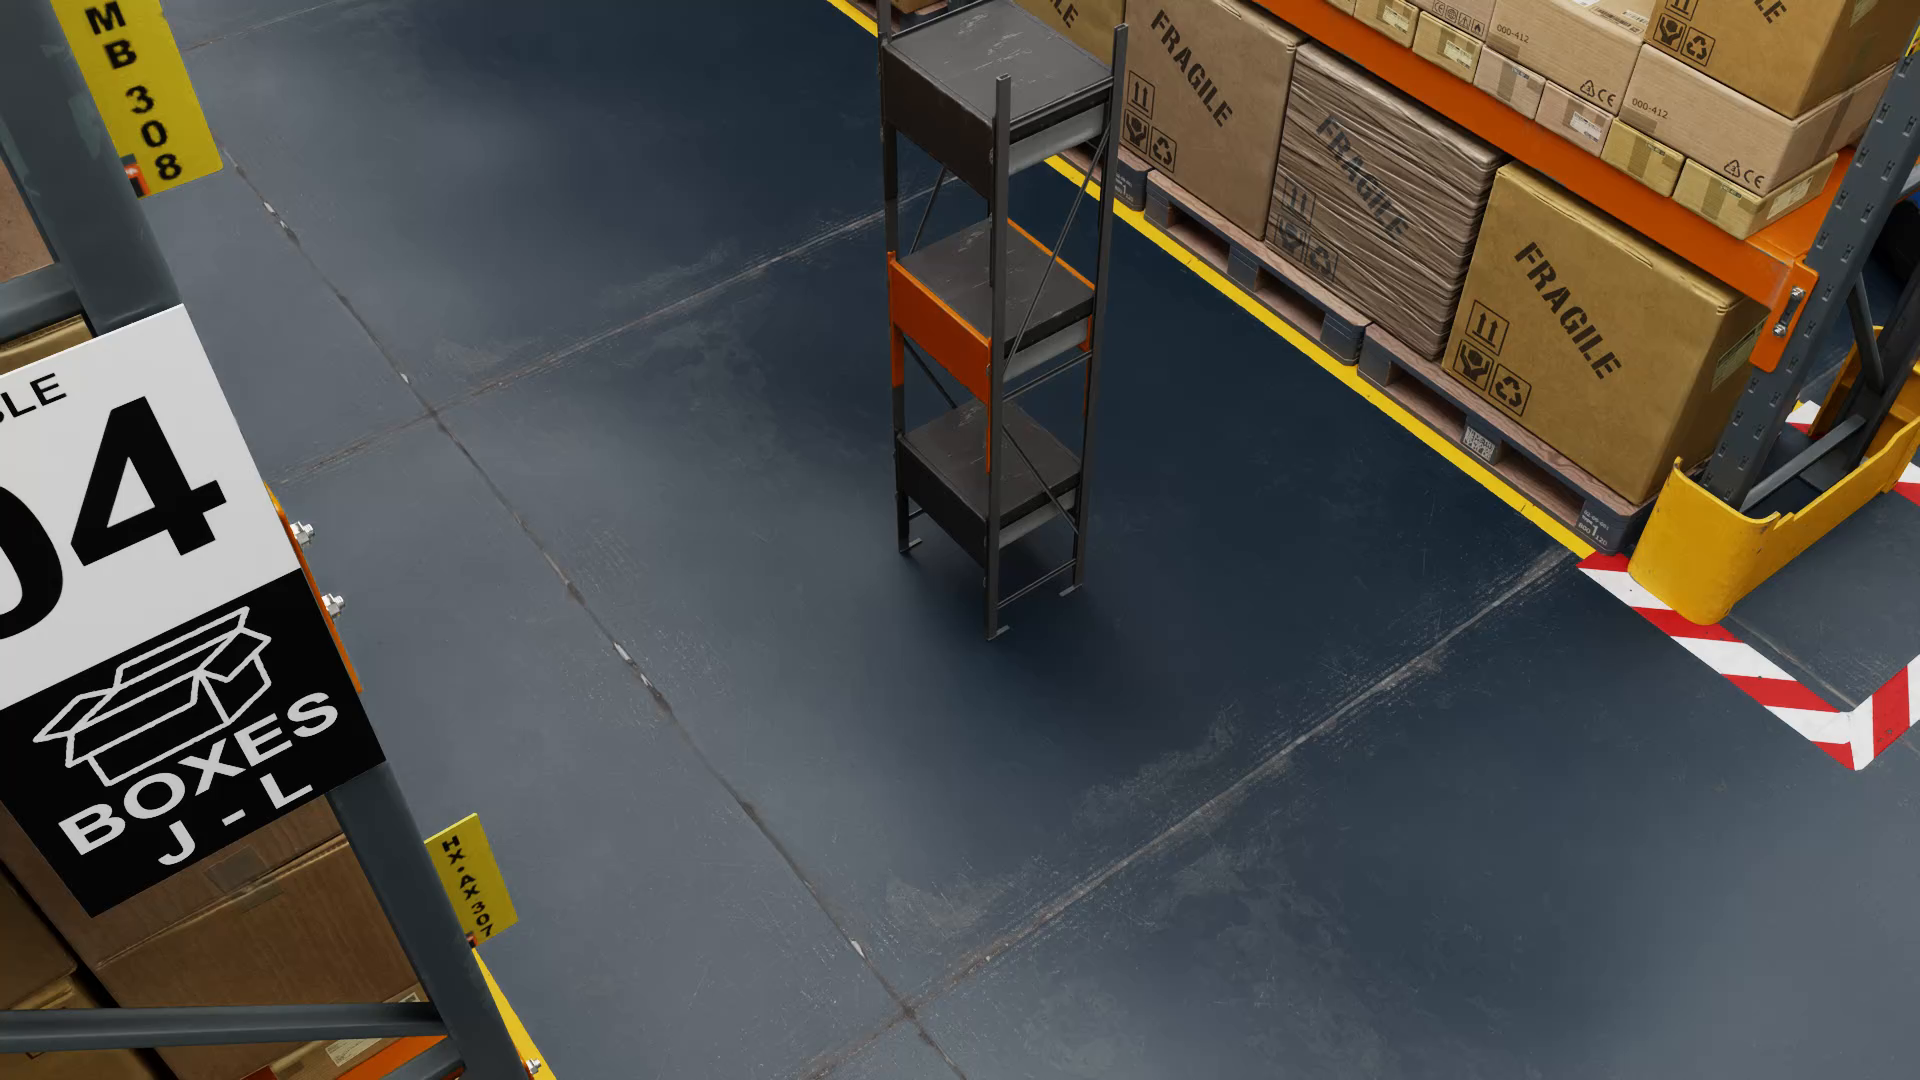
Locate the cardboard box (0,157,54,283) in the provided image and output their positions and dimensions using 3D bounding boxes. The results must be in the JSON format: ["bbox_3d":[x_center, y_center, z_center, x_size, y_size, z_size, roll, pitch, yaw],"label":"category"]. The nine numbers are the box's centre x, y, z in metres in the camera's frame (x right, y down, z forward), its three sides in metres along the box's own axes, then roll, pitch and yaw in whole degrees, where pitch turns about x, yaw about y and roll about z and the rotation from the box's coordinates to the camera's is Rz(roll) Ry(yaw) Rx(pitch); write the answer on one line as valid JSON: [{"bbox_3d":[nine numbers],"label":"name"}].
[{"bbox_3d":[-1.276,-0.423,1.848,0.500,0.250,0.500,-29,54,-23],"label":"cardboard box"}]

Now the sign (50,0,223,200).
[{"bbox_3d":[-0.779,-0.461,1.529,0.100,0.325,0.005,-29,54,-24],"label":"sign"}]

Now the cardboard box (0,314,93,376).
[{"bbox_3d":[-1.279,-0.253,2.031,0.500,0.250,0.500,-28,53,-23],"label":"cardboard box"}]

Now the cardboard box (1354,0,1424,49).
[{"bbox_3d":[1.543,-1.814,5.539,0.380,0.149,0.250,-29,54,-24],"label":"cardboard box"}]

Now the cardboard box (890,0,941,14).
[{"bbox_3d":[-0.028,-3.236,7.810,1.225,0.875,0.875,-29,54,-24],"label":"cardboard box"}]

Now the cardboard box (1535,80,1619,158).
[{"bbox_3d":[2.009,-1.361,5.129,0.380,0.149,0.250,-29,54,-24],"label":"cardboard box"}]

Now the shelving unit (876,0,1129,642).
[{"bbox_3d":[0.100,-0.608,4.884,0.431,2.100,0.503,-29,54,-24],"label":"shelving unit"}]

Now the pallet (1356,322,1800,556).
[{"bbox_3d":[2.251,-0.582,6.135,1.003,0.211,1.213,-29,54,-24],"label":"pallet"}]

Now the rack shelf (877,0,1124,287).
[{"bbox_3d":[0.100,-1.069,4.375,0.431,0.518,0.480,-29,54,-24],"label":"rack shelf"}]

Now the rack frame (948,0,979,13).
[{"bbox_3d":[0.376,-3.440,6.844,1.000,3.000,0.127,-29,54,-24],"label":"rack frame"}]

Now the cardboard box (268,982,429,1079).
[{"bbox_3d":[-1.146,0.830,3.143,0.380,0.149,0.250,-30,54,-24],"label":"cardboard box"}]

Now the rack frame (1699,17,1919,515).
[{"bbox_3d":[2.798,-1.082,4.706,1.000,3.000,0.127,-29,54,-24],"label":"rack frame"}]

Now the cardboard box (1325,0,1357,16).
[{"bbox_3d":[1.395,-1.961,5.673,0.380,0.149,0.250,-28,54,-23],"label":"cardboard box"}]

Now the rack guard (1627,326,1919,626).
[{"bbox_3d":[2.812,-0.228,5.619,1.175,0.500,0.348,-29,54,-24],"label":"rack guard"}]

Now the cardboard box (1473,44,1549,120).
[{"bbox_3d":[1.859,-1.509,5.263,0.380,0.149,0.250,-29,54,-23],"label":"cardboard box"}]

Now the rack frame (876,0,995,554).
[{"bbox_3d":[-0.048,-0.752,5.014,0.400,2.100,0.015,-29,54,-24],"label":"rack frame"}]

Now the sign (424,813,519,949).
[{"bbox_3d":[-0.779,0.549,2.643,0.100,0.325,0.005,-29,54,-24],"label":"sign"}]

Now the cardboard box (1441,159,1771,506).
[{"bbox_3d":[2.347,-0.851,5.647,0.875,0.875,0.875,-29,54,-24],"label":"cardboard box"}]

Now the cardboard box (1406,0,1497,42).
[{"bbox_3d":[1.678,-1.897,5.346,0.500,0.250,0.500,-31,55,-25],"label":"cardboard box"}]

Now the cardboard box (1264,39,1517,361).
[{"bbox_3d":[1.796,-1.387,6.134,0.875,0.875,0.875,-29,54,-24],"label":"cardboard box"}]

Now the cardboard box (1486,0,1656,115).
[{"bbox_3d":[1.987,-1.597,5.074,0.500,0.250,0.500,-30,55,-25],"label":"cardboard box"}]

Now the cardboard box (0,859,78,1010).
[{"bbox_3d":[-1.686,0.456,2.369,0.500,0.500,0.500,-30,55,-25],"label":"cardboard box"}]

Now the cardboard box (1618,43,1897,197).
[{"bbox_3d":[2.293,-1.298,4.803,0.500,0.250,0.500,-30,55,-25],"label":"cardboard box"}]

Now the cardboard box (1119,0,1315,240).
[{"bbox_3d":[1.257,-1.912,6.609,0.875,0.875,0.875,-29,54,-24],"label":"cardboard box"}]

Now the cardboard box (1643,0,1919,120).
[{"bbox_3d":[2.294,-1.553,4.527,0.500,0.500,0.500,-29,54,-24],"label":"cardboard box"}]

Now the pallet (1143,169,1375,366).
[{"bbox_3d":[1.517,-1.300,6.786,1.003,0.211,1.213,-29,54,-24],"label":"pallet"}]

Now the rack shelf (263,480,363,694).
[{"bbox_3d":[-2.422,-0.862,2.967,1.077,0.370,4.000,-29,54,-24],"label":"rack shelf"}]

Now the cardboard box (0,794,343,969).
[{"bbox_3d":[-1.271,0.230,2.573,0.500,0.500,0.500,-30,54,-24],"label":"cardboard box"}]

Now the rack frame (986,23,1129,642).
[{"bbox_3d":[0.248,-0.464,4.753,0.400,2.100,0.015,-29,54,-24],"label":"rack frame"}]

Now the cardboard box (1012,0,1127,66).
[{"bbox_3d":[0.712,-2.443,7.091,0.875,0.875,0.875,-29,54,-24],"label":"cardboard box"}]

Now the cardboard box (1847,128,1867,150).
[{"bbox_3d":[2.845,-1.355,5.123,0.380,0.149,0.250,-29,54,-24],"label":"cardboard box"}]

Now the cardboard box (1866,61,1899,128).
[{"bbox_3d":[2.722,-1.535,5.018,0.500,0.250,0.500,-31,55,-25],"label":"cardboard box"}]

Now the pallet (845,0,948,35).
[{"bbox_3d":[-0.151,-2.925,8.259,1.003,0.211,1.213,-29,54,-24],"label":"pallet"}]

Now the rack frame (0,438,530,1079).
[{"bbox_3d":[-1.211,1.084,2.743,1.000,3.000,0.127,-29,54,-24],"label":"rack frame"}]

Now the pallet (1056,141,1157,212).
[{"bbox_3d":[0.774,-2.020,7.439,1.003,0.211,1.213,-29,54,-24],"label":"pallet"}]

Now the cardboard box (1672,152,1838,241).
[{"bbox_3d":[2.320,-1.060,4.856,0.380,0.149,0.250,-28,54,-23],"label":"cardboard box"}]

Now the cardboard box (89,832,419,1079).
[{"bbox_3d":[-1.263,0.561,2.948,0.500,0.500,0.500,-27,53,-22],"label":"cardboard box"}]

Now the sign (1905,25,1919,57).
[{"bbox_3d":[2.357,-1.315,3.976,0.100,0.325,0.005,-29,54,-24],"label":"sign"}]

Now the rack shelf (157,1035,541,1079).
[{"bbox_3d":[-2.422,0.146,4.079,1.077,0.370,4.000,-29,54,-24],"label":"rack shelf"}]

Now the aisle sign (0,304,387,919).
[{"bbox_3d":[-0.928,0.119,1.863,0.394,0.787,0.004,-29,54,-24],"label":"aisle sign"}]

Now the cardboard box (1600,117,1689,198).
[{"bbox_3d":[2.161,-1.212,4.994,0.380,0.149,0.250,-29,54,-24],"label":"cardboard box"}]

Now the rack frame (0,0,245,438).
[{"bbox_3d":[-1.211,-0.931,0.520,1.000,3.000,0.127,-29,54,-24],"label":"rack frame"}]

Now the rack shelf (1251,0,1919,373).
[{"bbox_3d":[1.587,-2.019,6.042,1.077,0.370,4.000,-29,54,-24],"label":"rack shelf"}]

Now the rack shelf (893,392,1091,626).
[{"bbox_3d":[0.100,-0.128,5.412,0.431,0.518,0.480,-29,54,-24],"label":"rack shelf"}]

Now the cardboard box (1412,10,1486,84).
[{"bbox_3d":[1.701,-1.661,5.401,0.380,0.149,0.250,-31,55,-25],"label":"cardboard box"}]

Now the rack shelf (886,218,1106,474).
[{"bbox_3d":[0.100,-0.598,4.894,0.431,0.518,0.480,-29,54,-24],"label":"rack shelf"}]

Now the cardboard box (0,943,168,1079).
[{"bbox_3d":[-1.688,0.801,2.731,0.500,0.500,0.500,-28,54,-23],"label":"cardboard box"}]

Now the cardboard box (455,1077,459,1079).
[{"bbox_3d":[-1.258,1.239,3.841,0.380,0.149,0.250,-32,55,-26],"label":"cardboard box"}]
